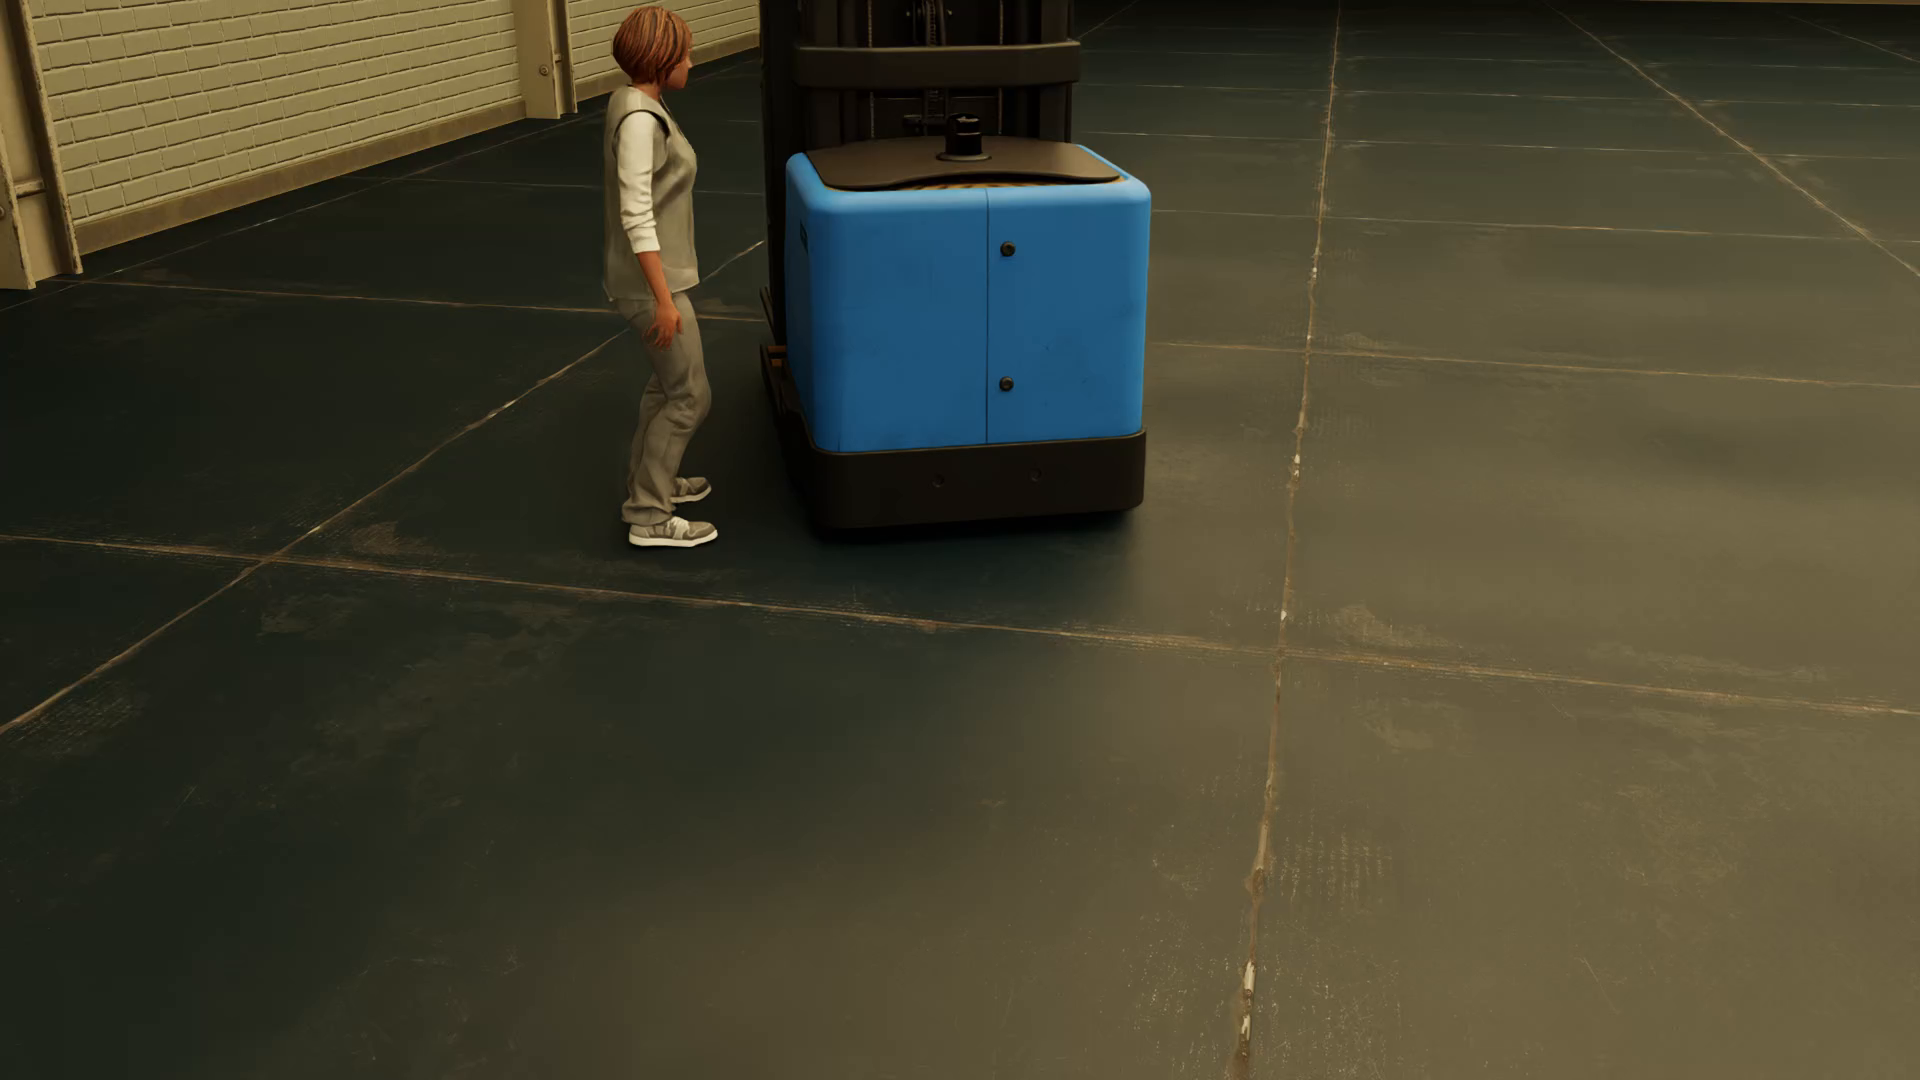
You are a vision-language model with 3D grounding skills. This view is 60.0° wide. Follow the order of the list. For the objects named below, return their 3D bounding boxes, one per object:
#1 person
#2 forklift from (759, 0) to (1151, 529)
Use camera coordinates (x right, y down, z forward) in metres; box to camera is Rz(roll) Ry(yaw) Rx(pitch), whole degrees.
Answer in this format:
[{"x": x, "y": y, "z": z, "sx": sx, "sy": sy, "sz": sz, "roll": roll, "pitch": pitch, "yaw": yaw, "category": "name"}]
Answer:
[{"x": -0.904, "y": -0.757, "z": 4.926, "sx": 0.305, "sy": 1.573, "sz": 0.636, "roll": -5, "pitch": 23, "yaw": -12, "category": "person"}, {"x": -0.191, "y": -1.915, "z": 5.964, "sx": 1.130, "sy": 2.935, "sz": 3.031, "roll": -4, "pitch": 23, "yaw": -10, "category": "forklift"}]
